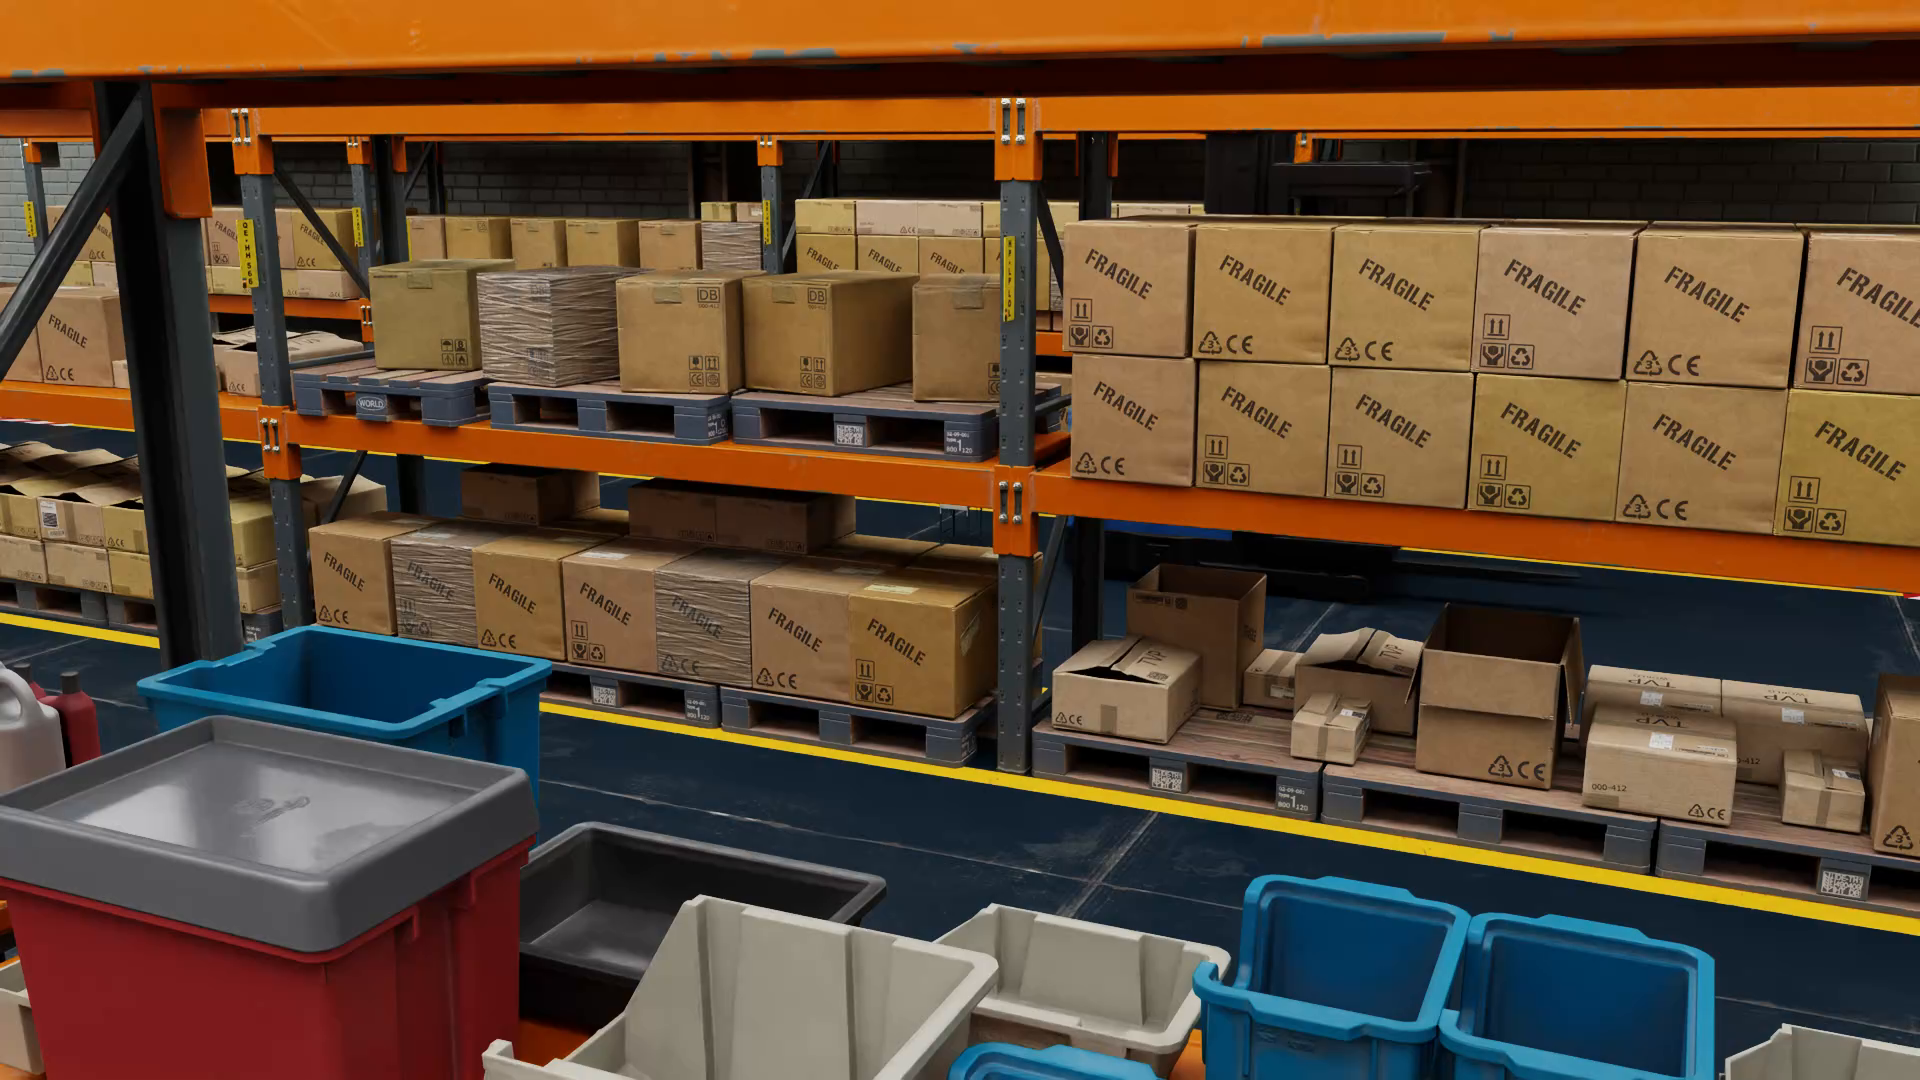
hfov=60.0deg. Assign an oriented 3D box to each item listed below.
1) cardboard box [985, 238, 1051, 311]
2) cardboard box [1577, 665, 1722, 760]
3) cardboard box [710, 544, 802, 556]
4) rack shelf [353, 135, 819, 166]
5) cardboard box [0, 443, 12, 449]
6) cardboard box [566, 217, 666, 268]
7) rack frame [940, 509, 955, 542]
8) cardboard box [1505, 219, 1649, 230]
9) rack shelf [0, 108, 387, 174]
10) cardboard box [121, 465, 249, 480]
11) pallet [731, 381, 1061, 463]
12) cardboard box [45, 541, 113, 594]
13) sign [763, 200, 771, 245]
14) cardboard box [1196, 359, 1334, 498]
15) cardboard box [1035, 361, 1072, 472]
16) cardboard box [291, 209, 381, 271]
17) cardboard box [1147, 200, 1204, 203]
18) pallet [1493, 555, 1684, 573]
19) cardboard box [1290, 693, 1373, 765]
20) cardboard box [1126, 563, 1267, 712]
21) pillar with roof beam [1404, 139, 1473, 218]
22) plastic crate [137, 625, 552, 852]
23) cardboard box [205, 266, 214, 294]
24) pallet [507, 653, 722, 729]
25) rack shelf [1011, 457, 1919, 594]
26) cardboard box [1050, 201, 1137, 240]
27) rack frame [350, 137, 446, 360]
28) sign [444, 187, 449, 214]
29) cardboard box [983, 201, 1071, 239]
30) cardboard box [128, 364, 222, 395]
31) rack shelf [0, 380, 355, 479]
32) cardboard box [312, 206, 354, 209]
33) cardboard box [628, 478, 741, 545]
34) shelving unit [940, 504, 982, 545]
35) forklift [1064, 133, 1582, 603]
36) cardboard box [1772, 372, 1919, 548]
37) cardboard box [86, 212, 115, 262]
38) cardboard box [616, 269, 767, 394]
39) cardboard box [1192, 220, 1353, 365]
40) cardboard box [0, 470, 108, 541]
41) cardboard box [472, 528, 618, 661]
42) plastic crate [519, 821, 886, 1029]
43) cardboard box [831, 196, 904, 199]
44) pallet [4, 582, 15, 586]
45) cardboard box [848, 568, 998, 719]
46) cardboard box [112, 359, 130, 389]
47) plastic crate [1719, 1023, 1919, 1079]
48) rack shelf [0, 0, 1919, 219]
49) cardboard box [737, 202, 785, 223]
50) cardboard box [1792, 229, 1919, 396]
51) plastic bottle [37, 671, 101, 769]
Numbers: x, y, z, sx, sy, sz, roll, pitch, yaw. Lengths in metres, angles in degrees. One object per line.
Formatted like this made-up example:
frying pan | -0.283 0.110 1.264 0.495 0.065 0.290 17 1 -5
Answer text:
cardboard box | 0.508 -1.941 12.049 0.500 0.500 0.500 6 15 25
cardboard box | 2.775 0.718 6.685 0.500 0.250 0.500 6 14 23
cardboard box | -0.875 0.238 8.185 0.500 0.500 0.500 6 14 24
rack shelf | -3.068 -3.275 13.654 4.000 0.370 1.077 6 14 23
cardboard box | -6.414 -0.476 10.590 0.500 0.311 0.500 6 14 23
cardboard box | -2.822 -2.395 13.712 0.500 0.500 0.700 6 14 23
rack frame | -0.086 -0.447 11.189 0.006 0.900 0.240 6 14 23
cardboard box | 2.371 -0.977 6.445 0.500 0.500 0.500 6 14 23
rack shelf | -5.071 -2.240 9.243 4.000 0.370 1.077 6 14 23
cardboard box | -4.552 -0.288 9.788 0.500 0.311 0.500 5 14 22
pallet | -0.272 -0.578 7.572 1.213 0.211 1.003 6 14 23
cardboard box | -4.754 0.098 9.373 0.500 0.250 0.500 6 15 25
sign | -1.451 -2.391 12.516 0.005 0.325 0.100 6 14 23
cardboard box | 1.240 -0.473 6.484 0.500 0.500 0.500 6 15 24
cardboard box | 0.957 -0.882 12.235 0.750 0.750 0.750 6 15 25
cardboard box | -5.454 -2.631 14.543 0.500 0.500 0.500 6 14 23
cardboard box | 1.621 -2.322 12.029 0.500 0.250 0.500 6 14 24
pallet | 4.200 -0.053 11.018 1.213 0.211 1.003 6 14 23
cardboard box | 1.506 0.753 6.721 0.250 0.166 0.380 6 14 23
cardboard box | 1.050 0.422 7.401 0.500 0.500 0.500 6 14 23
pillar with roof beam | 1.664 -3.747 7.525 0.400 9.000 9.100 6 14 23
plastic crate | -1.030 0.410 2.845 0.575 0.384 0.392 6 14 23
cardboard box | -6.831 -2.405 15.221 0.500 0.250 0.500 6 14 24
pallet | -1.464 0.603 8.223 1.213 0.211 1.003 6 14 23
rack shelf | 2.243 -0.039 6.431 4.000 0.370 1.077 6 14 23
cardboard box | 0.957 -2.264 11.783 0.500 0.250 0.500 6 15 24
rack frame | -4.897 -2.350 14.703 0.127 3.000 1.000 6 14 23
sign | -4.675 -3.030 15.066 0.005 0.325 0.100 6 14 23
cardboard box | 0.491 -2.311 11.983 0.500 0.250 0.500 5 14 22
cardboard box | -4.177 -0.848 8.852 0.250 0.149 0.380 6 14 23
rack shelf | -5.071 -0.780 9.586 4.000 0.370 1.077 6 14 23
cardboard box | -5.713 -2.787 15.211 0.500 0.500 0.500 6 14 23
cardboard box | -1.302 -0.171 8.287 0.500 0.250 0.500 5 14 22
shelving unit | 0.007 -0.437 11.149 0.210 0.900 0.258 6 14 23
forklift | 2.217 -1.195 9.933 3.031 2.935 1.130 5 14 20
cardboard box | 3.076 -0.285 5.685 0.500 0.500 0.500 6 14 24
cardboard box | -7.792 -2.867 15.550 0.500 0.500 0.500 6 14 23
cardboard box | -1.226 -0.978 7.720 0.500 0.500 0.700 2 13 9
cardboard box | 1.203 -0.960 6.373 0.500 0.500 0.500 5 14 21
cardboard box | -5.217 -0.221 9.505 0.500 0.311 0.500 6 15 25
cardboard box | -2.005 0.255 8.113 0.500 0.500 0.500 6 14 22
plastic crate | -0.463 0.612 2.552 0.590 0.125 0.437 6 14 23
cardboard box | -0.720 -2.560 13.044 0.500 0.250 0.500 6 15 25
pallet | -6.210 0.103 10.355 1.213 0.211 1.003 6 14 23
cardboard box | -0.153 0.442 7.312 0.500 0.500 0.500 6 14 23
cardboard box | -4.432 -0.929 9.196 0.250 0.149 0.380 7 15 27
plastic crate | 1.090 0.728 2.034 0.298 0.136 0.250 6 14 23
rack shelf | 0.233 -0.465 1.681 4.000 0.370 1.077 6 14 23
cardboard box | -1.567 -2.584 13.099 0.250 0.149 0.380 4 14 16
cardboard box | 3.091 -0.770 5.564 0.500 0.500 0.500 6 15 25
plastic bottle | -1.758 0.393 3.268 0.133 0.283 0.061 6 14 23
